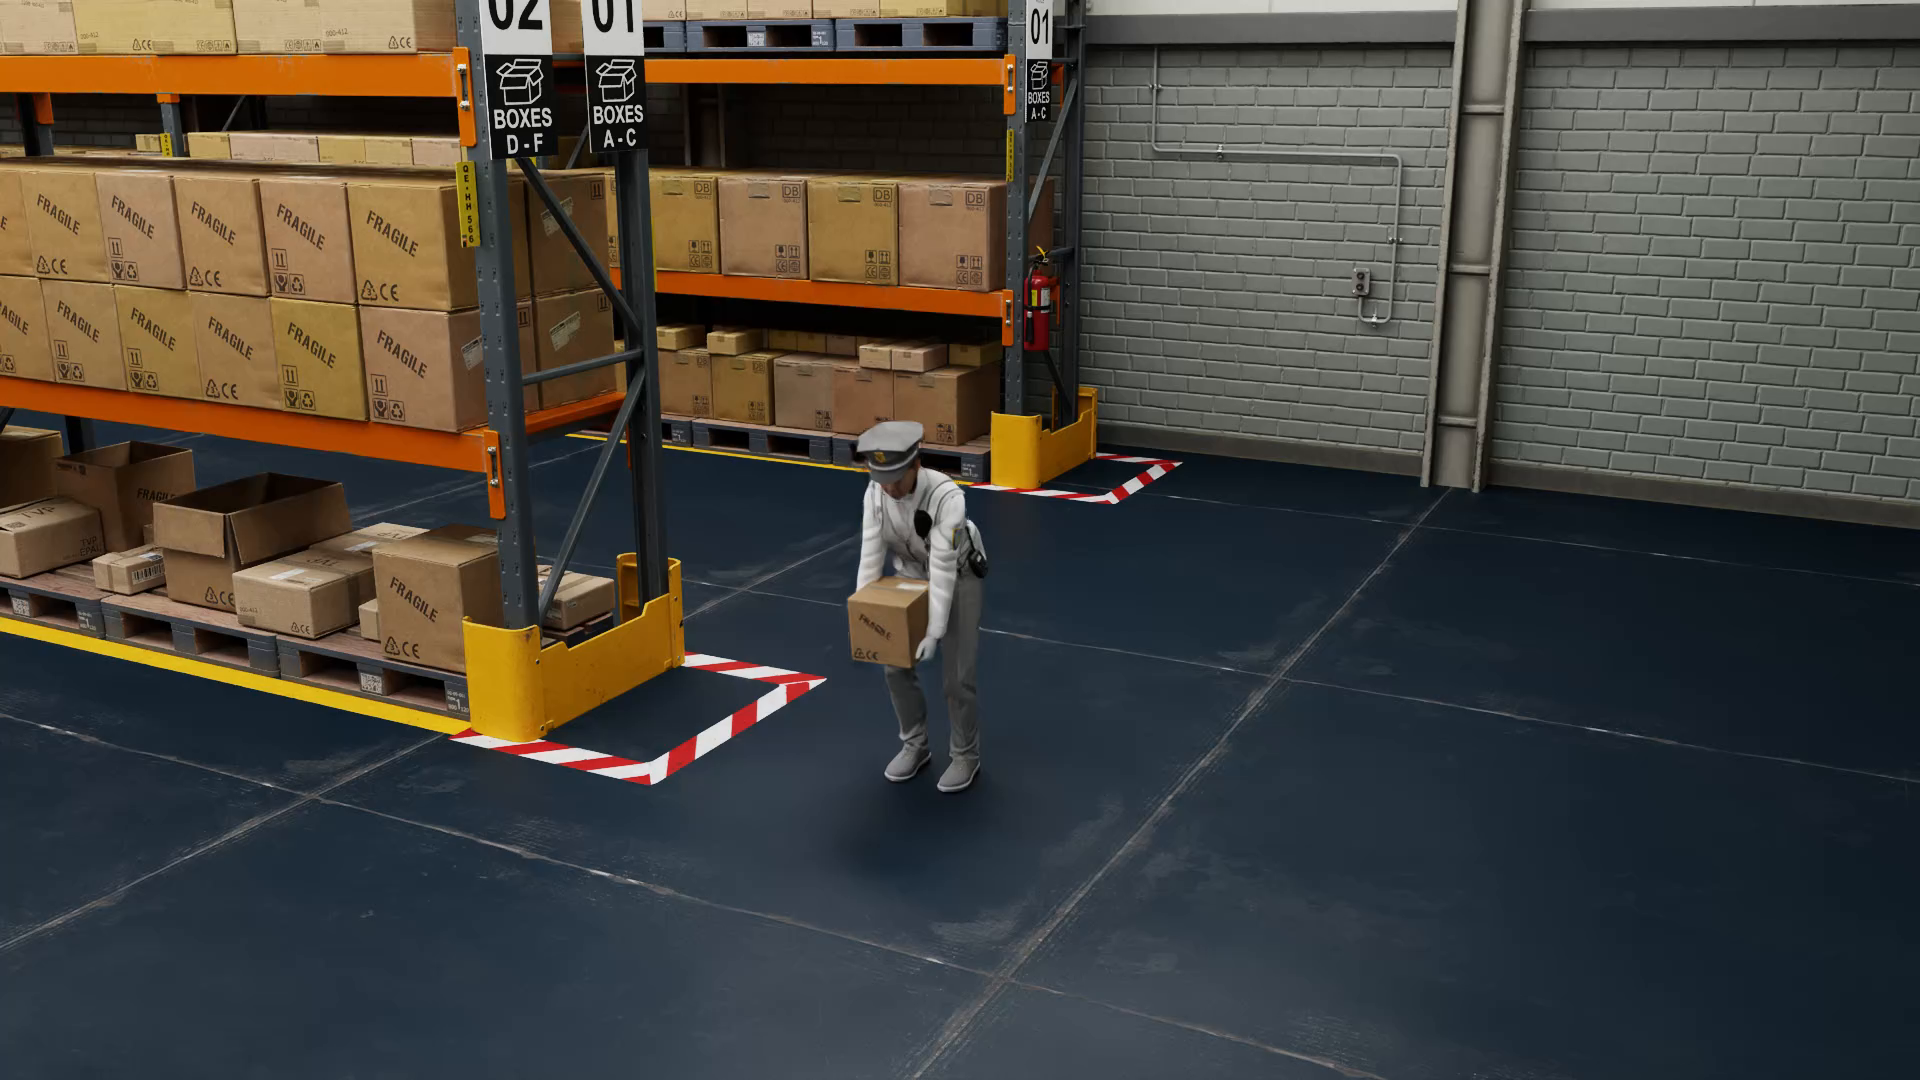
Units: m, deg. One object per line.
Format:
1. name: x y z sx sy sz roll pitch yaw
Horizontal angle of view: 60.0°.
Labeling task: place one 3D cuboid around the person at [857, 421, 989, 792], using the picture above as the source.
1. person: -0.154 0.261 6.400 0.414 1.515 0.706 7 18 24
